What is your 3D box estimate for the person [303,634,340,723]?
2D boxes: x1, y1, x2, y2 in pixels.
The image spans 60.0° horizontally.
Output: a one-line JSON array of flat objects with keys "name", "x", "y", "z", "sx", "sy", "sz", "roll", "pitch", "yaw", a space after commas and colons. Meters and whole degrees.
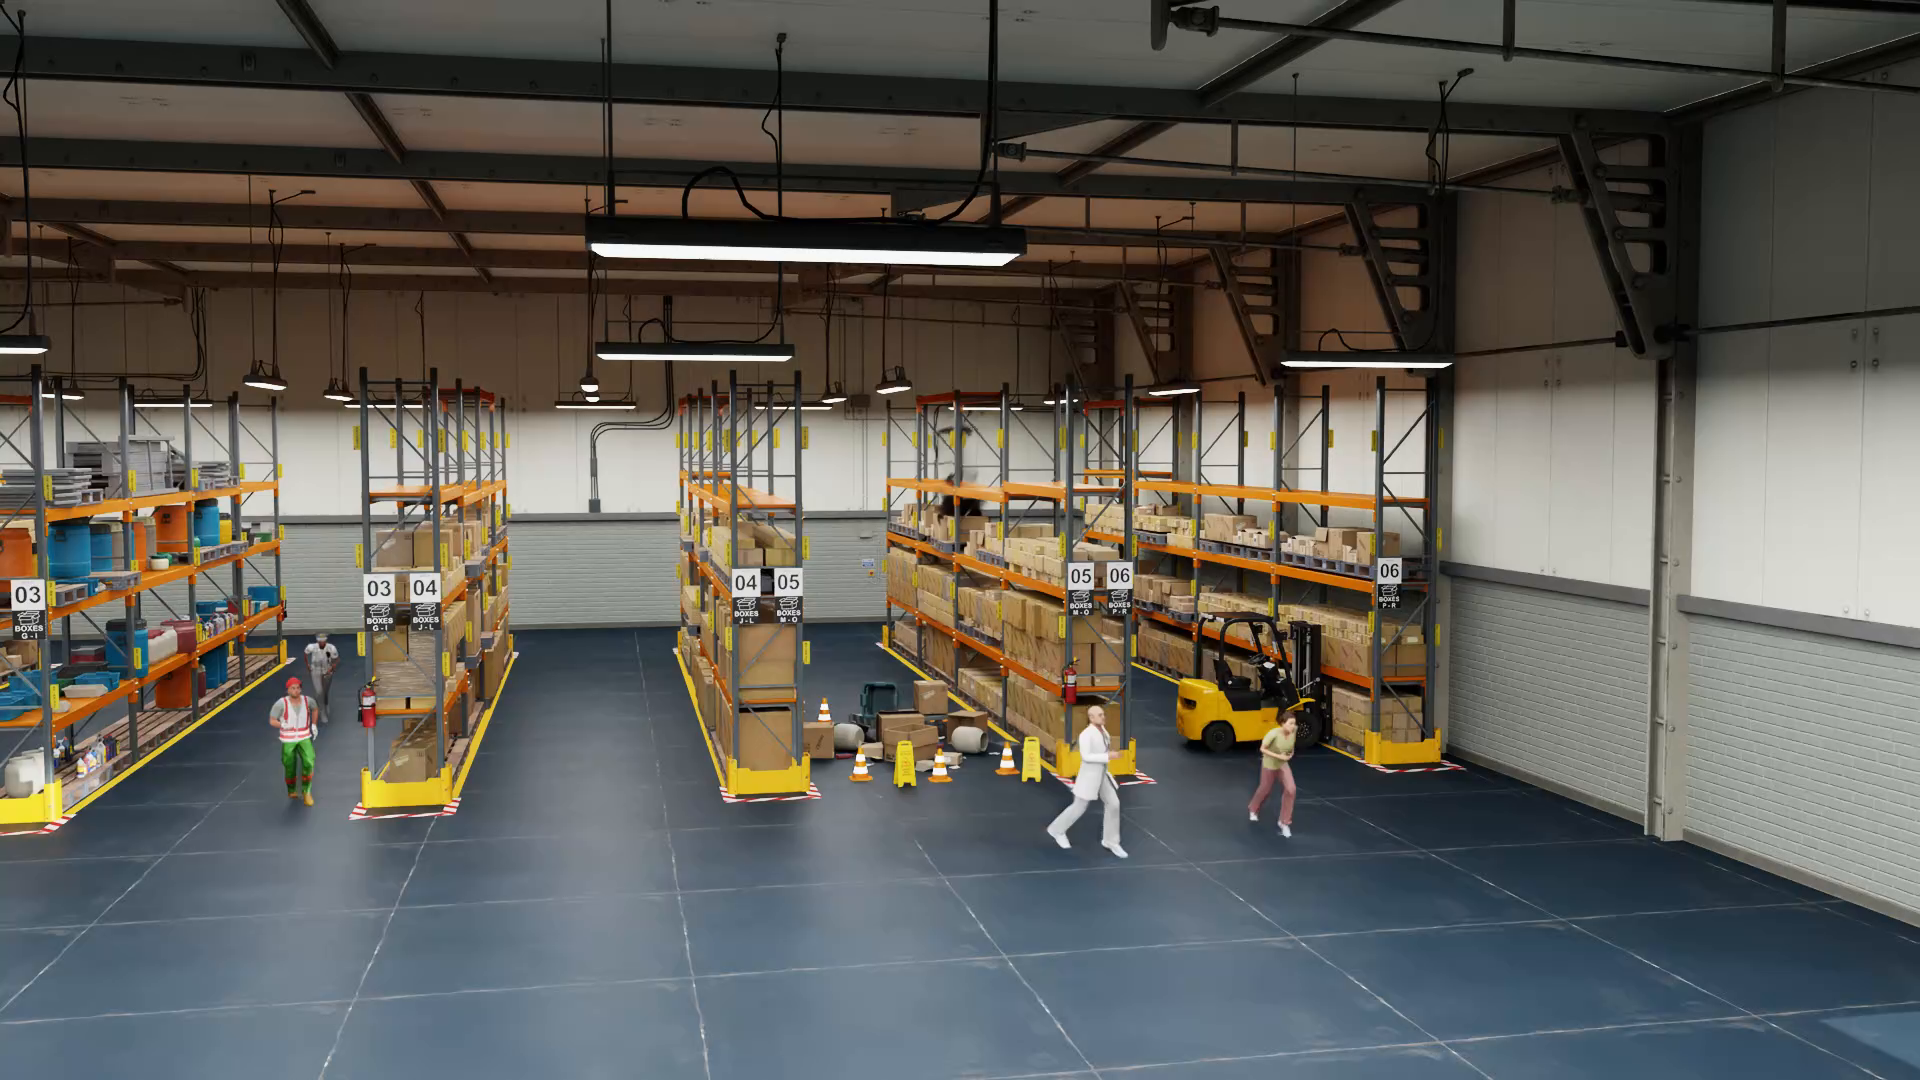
[{"name": "person", "x": -11.492, "y": 2.450, "z": 29.962, "sx": 0.612, "sy": 1.627, "sz": 0.987, "roll": -1, "pitch": 4, "yaw": -18}]

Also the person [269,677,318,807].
[{"name": "person", "x": -9.119, "y": 2.763, "z": 22.824, "sx": 0.670, "sy": 1.782, "sz": 0.794, "roll": -2, "pitch": 4, "yaw": -30}]

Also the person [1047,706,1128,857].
[{"name": "person", "x": 1.571, "y": 2.911, "z": 20.207, "sx": 1.002, "sy": 1.829, "sz": 0.728, "roll": 2, "pitch": 4, "yaw": 35}]

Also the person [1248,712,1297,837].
[{"name": "person", "x": 4.024, "y": 2.962, "z": 21.404, "sx": 0.619, "sy": 1.624, "sz": 0.950, "roll": -2, "pitch": 4, "yaw": -24}]
